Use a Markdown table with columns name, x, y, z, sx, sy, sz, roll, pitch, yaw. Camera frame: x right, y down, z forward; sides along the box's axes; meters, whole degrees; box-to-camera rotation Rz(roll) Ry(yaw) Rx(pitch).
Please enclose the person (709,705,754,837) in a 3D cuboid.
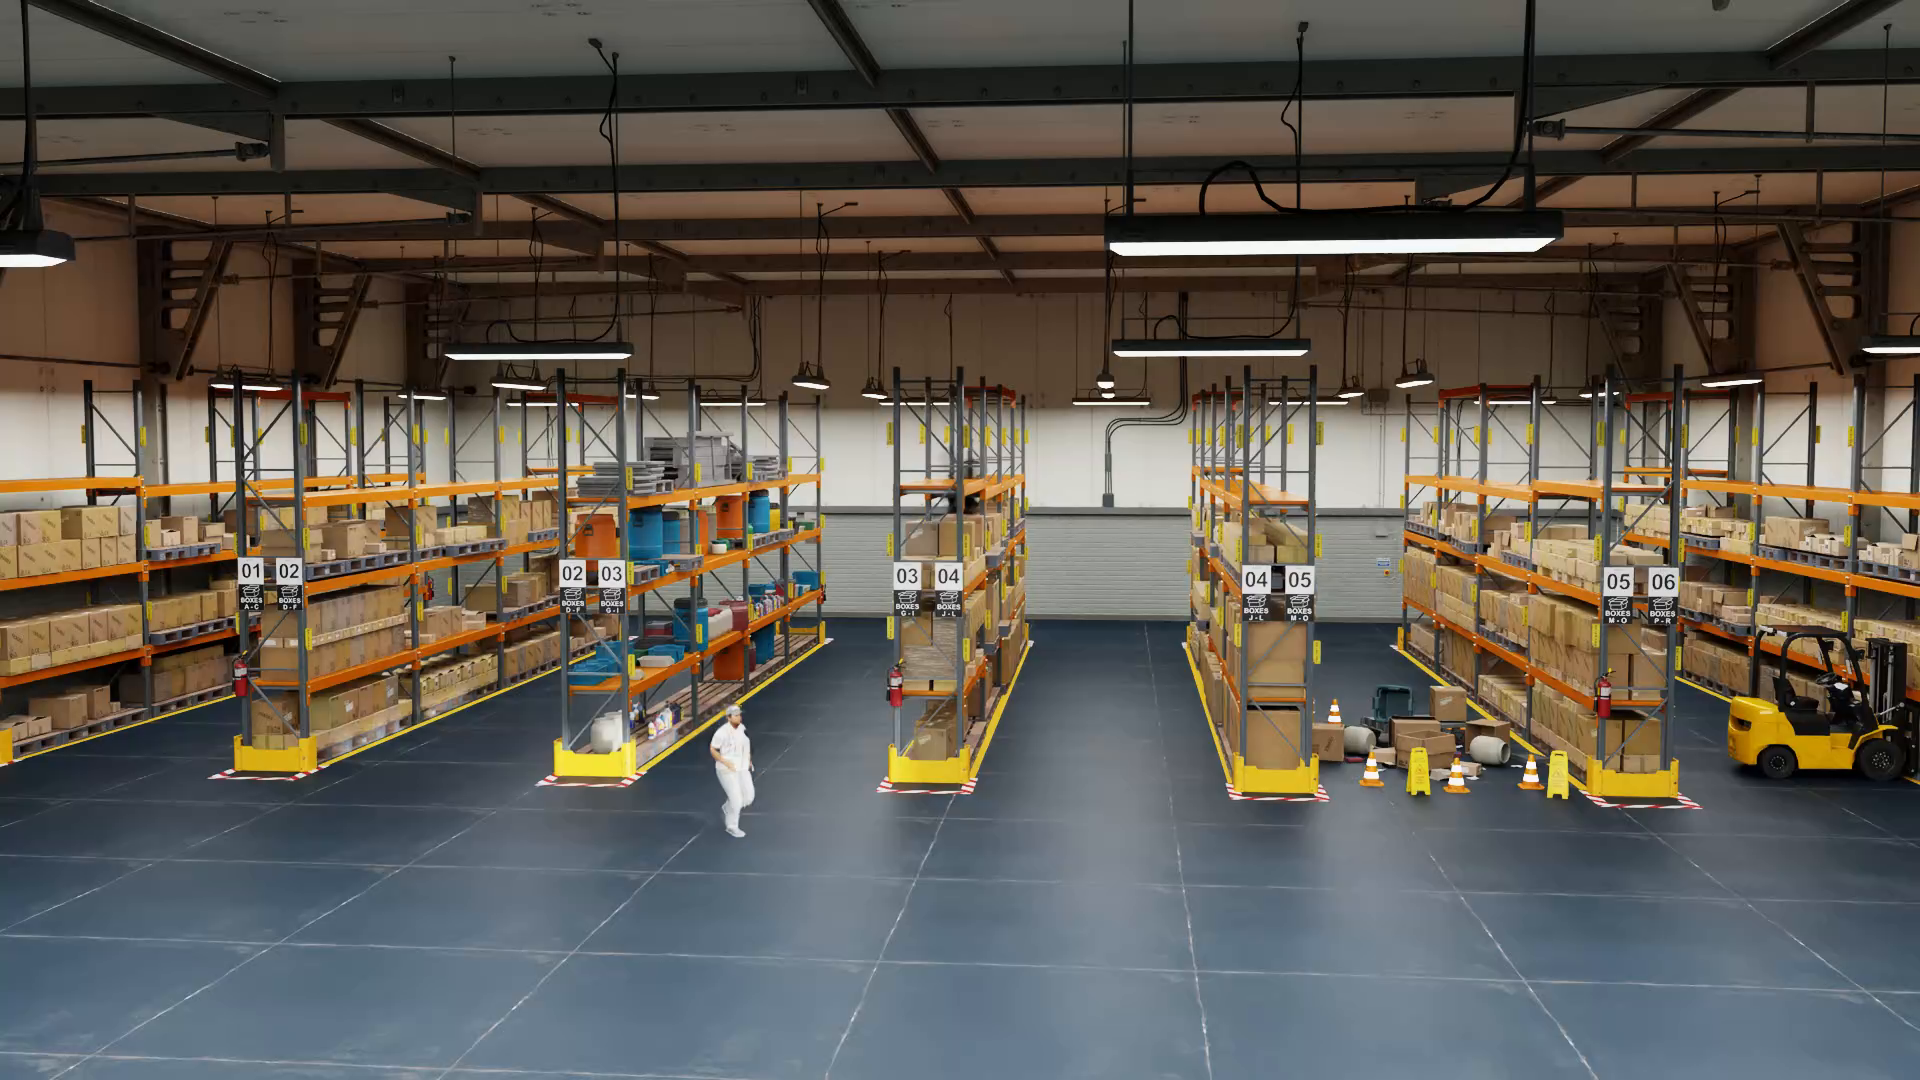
| name | x | y | z | sx | sy | sz | roll | pitch | yaw |
| --- | --- | --- | --- | --- | --- | --- | --- | --- | --- |
| person | -2.888 | 2.891 | 20.936 | 0.530 | 1.638 | 0.628 | 3 | 5 | 39 |
